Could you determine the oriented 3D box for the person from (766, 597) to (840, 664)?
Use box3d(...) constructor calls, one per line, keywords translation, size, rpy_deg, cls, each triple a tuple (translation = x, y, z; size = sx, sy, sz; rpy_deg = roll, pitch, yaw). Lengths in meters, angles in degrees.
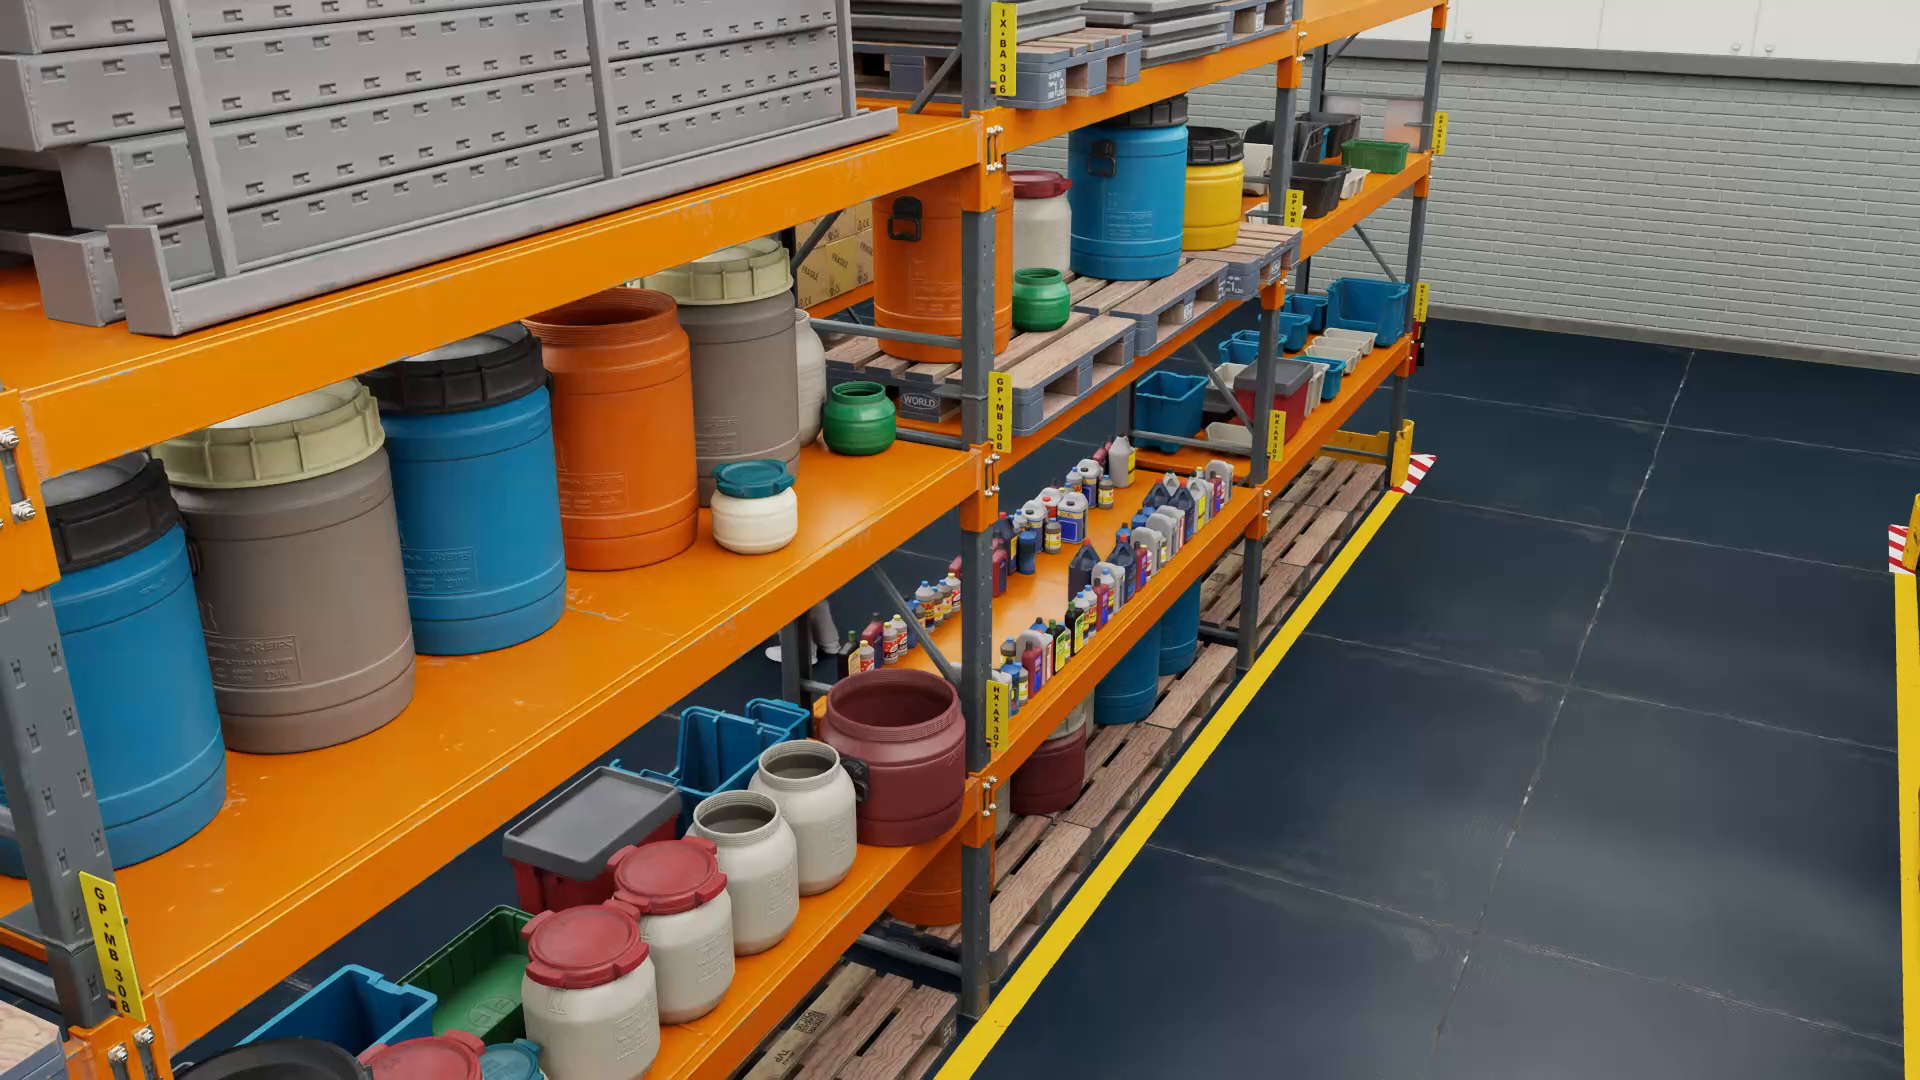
box3d(translation=(-1.223, 0.210, 11.090), size=(0.945, 1.157, 0.557), rpy_deg=(10, 24, 23), cls="person")
